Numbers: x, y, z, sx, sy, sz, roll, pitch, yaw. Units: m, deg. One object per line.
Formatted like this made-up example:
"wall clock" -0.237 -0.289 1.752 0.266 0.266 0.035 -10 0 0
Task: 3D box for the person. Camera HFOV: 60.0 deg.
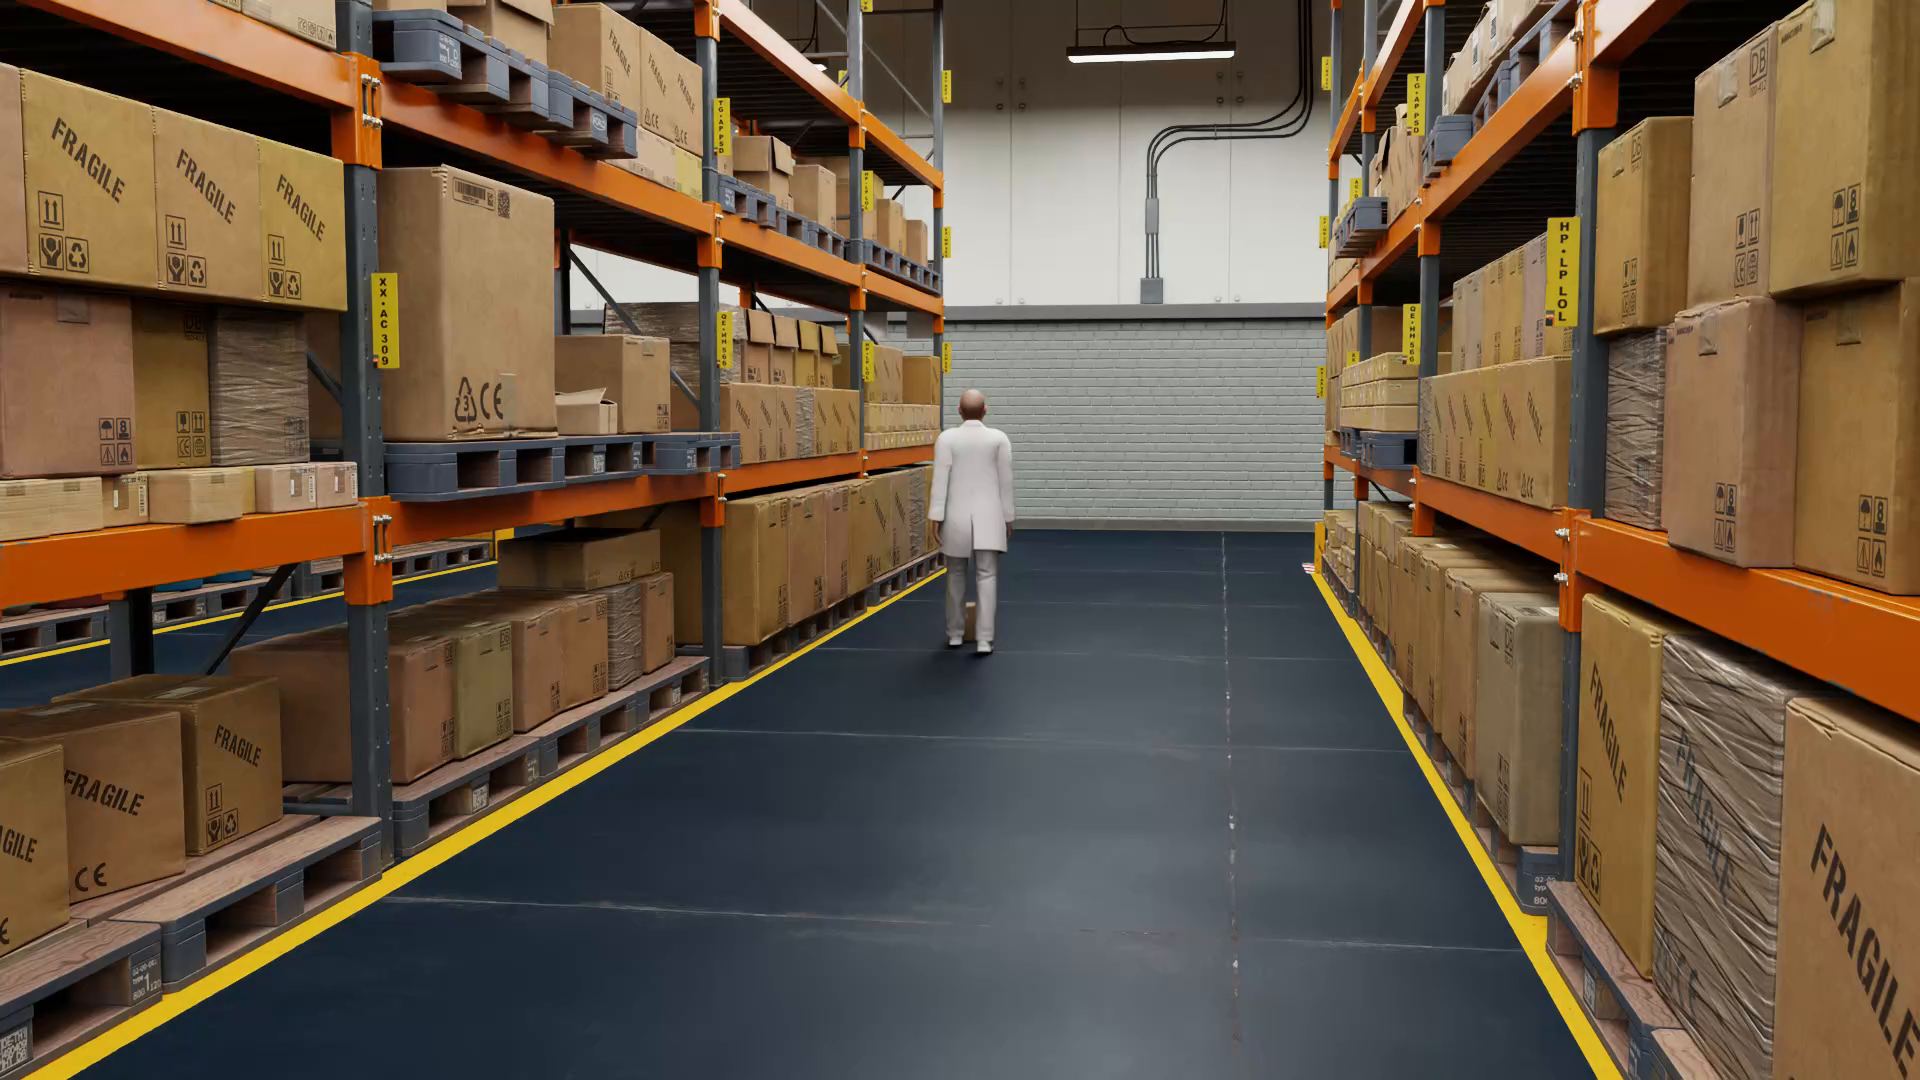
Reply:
"person" 0.086 -0.145 11.400 0.589 1.765 0.812 0 4 4
